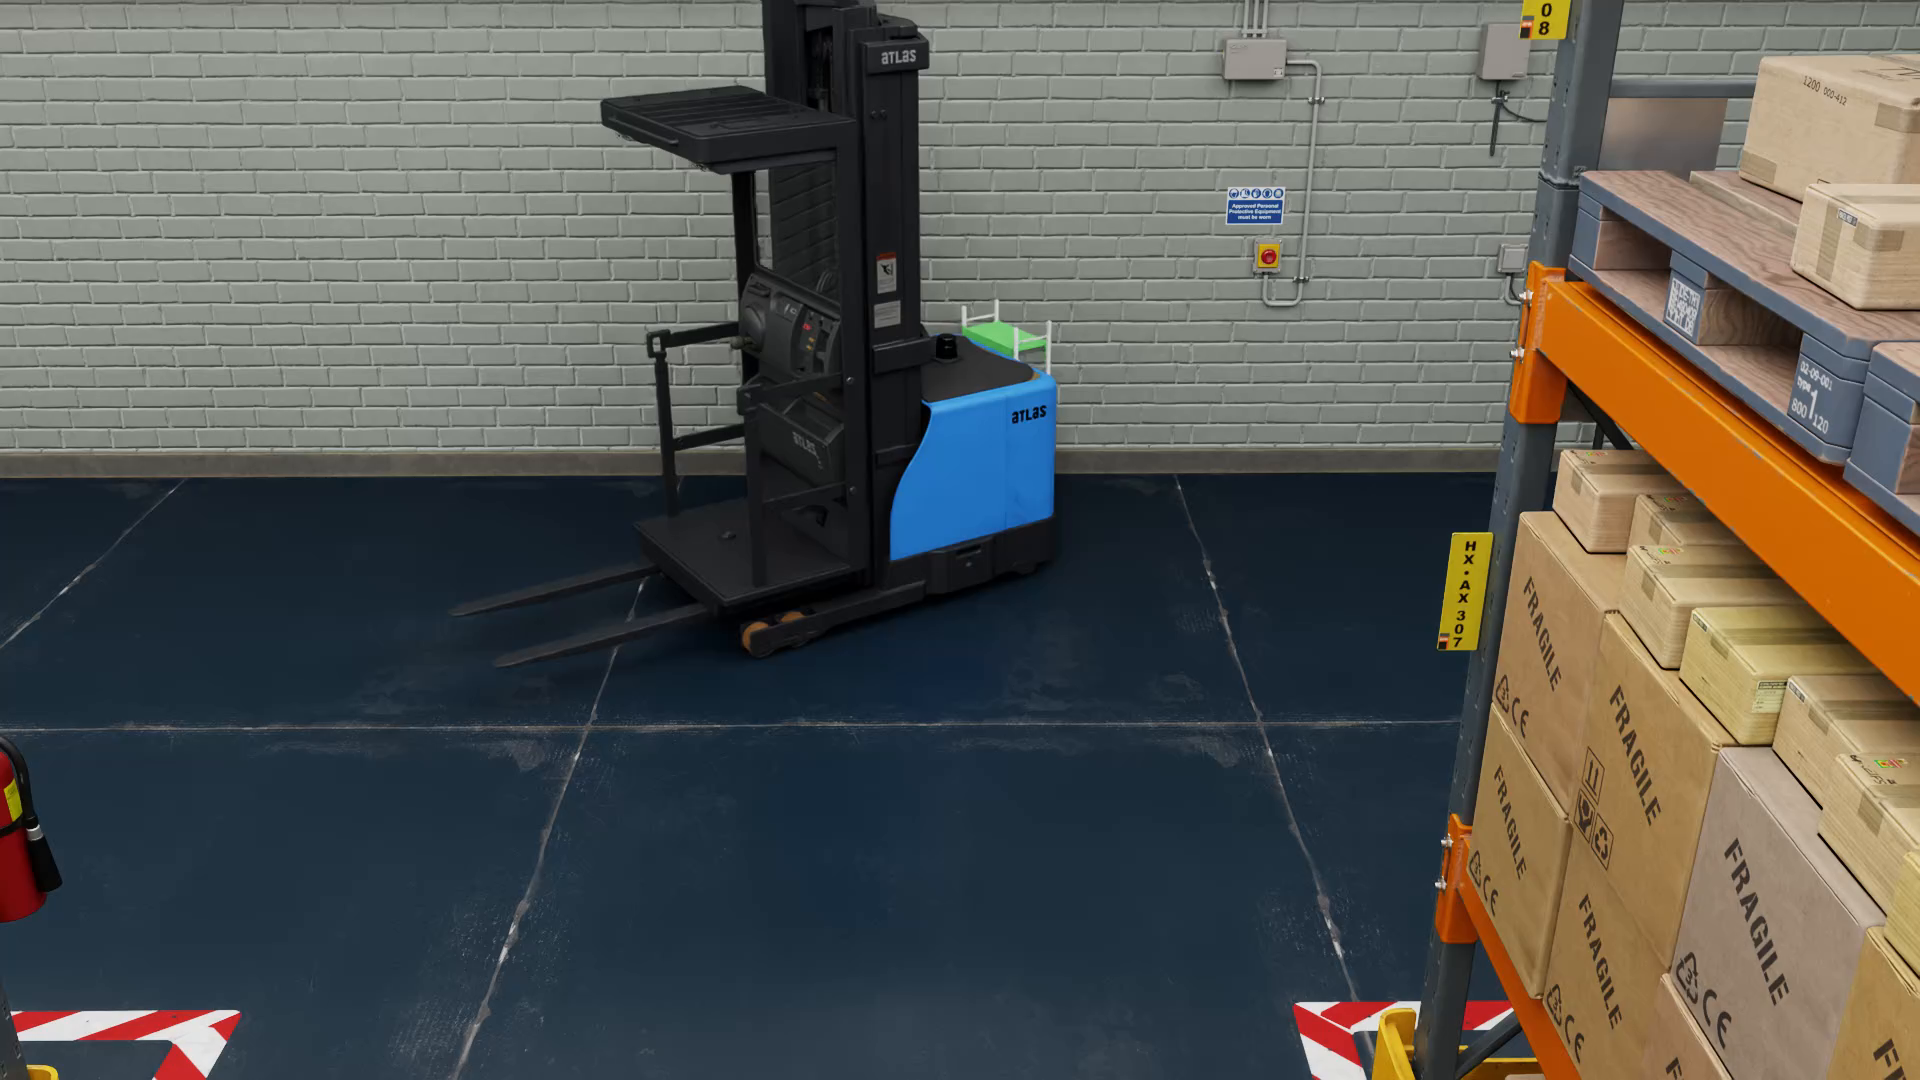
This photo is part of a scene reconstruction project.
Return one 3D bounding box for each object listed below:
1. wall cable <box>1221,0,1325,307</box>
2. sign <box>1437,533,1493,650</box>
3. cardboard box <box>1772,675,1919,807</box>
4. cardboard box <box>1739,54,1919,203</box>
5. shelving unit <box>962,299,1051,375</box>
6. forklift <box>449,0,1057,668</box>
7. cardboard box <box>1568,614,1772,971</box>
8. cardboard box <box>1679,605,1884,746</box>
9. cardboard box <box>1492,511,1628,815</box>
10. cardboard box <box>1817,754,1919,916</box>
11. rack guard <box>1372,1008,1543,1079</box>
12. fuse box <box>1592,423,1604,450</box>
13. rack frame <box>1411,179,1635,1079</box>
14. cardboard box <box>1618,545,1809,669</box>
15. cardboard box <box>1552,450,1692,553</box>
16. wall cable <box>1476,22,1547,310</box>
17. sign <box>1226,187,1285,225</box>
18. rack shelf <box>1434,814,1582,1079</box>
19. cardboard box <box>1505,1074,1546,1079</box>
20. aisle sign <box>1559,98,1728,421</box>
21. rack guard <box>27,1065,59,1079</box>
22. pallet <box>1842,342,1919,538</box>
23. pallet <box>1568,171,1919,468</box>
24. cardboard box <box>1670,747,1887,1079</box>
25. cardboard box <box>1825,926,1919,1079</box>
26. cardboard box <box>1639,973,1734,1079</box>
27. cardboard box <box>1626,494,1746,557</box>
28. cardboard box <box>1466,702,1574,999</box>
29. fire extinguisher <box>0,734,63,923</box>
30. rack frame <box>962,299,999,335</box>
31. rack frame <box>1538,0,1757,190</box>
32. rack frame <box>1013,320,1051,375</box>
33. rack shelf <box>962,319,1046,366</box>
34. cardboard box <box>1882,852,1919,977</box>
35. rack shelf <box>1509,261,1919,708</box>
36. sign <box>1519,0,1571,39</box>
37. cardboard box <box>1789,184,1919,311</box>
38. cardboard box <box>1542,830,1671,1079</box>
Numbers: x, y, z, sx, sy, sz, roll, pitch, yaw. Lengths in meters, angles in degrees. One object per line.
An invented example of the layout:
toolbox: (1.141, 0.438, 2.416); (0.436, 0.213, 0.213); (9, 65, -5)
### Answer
wall cable: (1.737, -2.239, 9.289); (0.585, 1.953, 0.123); (0, 24, -1)
sign: (1.267, 0.132, 4.173); (0.100, 0.325, 0.005); (0, 24, -1)
cardboard box: (1.587, 0.345, 2.726); (0.380, 0.149, 0.250); (0, 24, 0)
cardboard box: (1.917, -0.788, 3.264); (0.500, 0.250, 0.500); (-2, 24, -5)
shelving unit: (0.251, -0.689, 9.318); (0.258, 1.200, 0.503); (-16, 29, -31)
forklift: (-1.001, -1.020, 7.948); (3.031, 2.935, 1.130); (-15, 28, -30)
cardboard box: (1.555, 0.473, 3.230); (0.500, 0.500, 0.500); (-1, 24, -2)
cardboard box: (1.532, 0.237, 2.965); (0.380, 0.149, 0.250); (-1, 24, -2)
cardboard box: (1.542, 0.260, 3.701); (0.500, 0.500, 0.500); (-1, 24, -2)
cardboard box: (1.548, 0.448, 2.499); (0.380, 0.149, 0.250); (0, 24, 0)
rack guard: (1.821, 1.691, 4.904); (1.175, 0.500, 0.348); (0, 24, -1)
fuse box: (3.839, -1.124, 9.658); (0.539, 1.711, 0.414); (0, 24, -1)
rack frame: (1.822, 0.562, 4.367); (1.000, 3.000, 0.127); (0, 24, -1)
cardboard box: (1.511, 0.128, 3.205); (0.380, 0.149, 0.250); (0, 24, 1)
cardboard box: (1.549, -0.087, 3.681); (0.380, 0.149, 0.250); (0, 24, 1)
wall cable: (3.155, -2.235, 9.320); (0.588, 1.984, 0.122); (0, 24, -1)
sign: (1.688, -1.910, 9.504); (0.327, 0.218, 0.001); (0, 24, -1)
rack shelf: (1.844, 1.714, 2.693); (1.077, 0.370, 4.000); (0, 24, -1)
cardboard box: (1.929, 1.810, 4.208); (0.875, 0.438, 0.875); (-1, 24, -2)
aisle sign: (1.531, -0.651, 3.894); (0.394, 0.787, 0.004); (0, 24, -1)
rack guard: (-3.126, 1.796, 4.672); (1.175, 0.500, 0.348); (0, 24, -1)
pallet: (1.856, 0.045, 1.977); (1.003, 0.211, 1.213); (0, 24, -1)
pallet: (1.840, -0.459, 3.092); (1.003, 0.211, 1.213); (0, 24, -1)
cardboard box: (1.568, 0.685, 2.761); (0.500, 0.500, 0.500); (0, 24, -1)
cardboard box: (1.574, 0.890, 2.306); (0.500, 0.500, 0.500); (0, 24, 0)
cardboard box: (1.561, 1.134, 2.982); (0.500, 0.500, 0.500); (0, 24, -1)
cardboard box: (1.623, 0.021, 3.443); (0.380, 0.149, 0.250); (0, 24, 1)
cardboard box: (1.540, 0.716, 3.907); (0.500, 0.500, 0.500); (0, 24, -1)
fire extinguisher: (-2.668, 0.725, 4.553); (0.296, 0.674, 0.183); (0, 24, -1)
rack frame: (0.113, -0.773, 9.502); (0.240, 1.200, 0.015); (-16, 29, -31)
rack frame: (1.822, -2.171, 3.131); (1.000, 3.000, 0.127); (0, 24, -1)
rack frame: (0.388, -0.606, 9.135); (0.240, 1.200, 0.015); (-16, 29, -31)
rack shelf: (0.251, -1.069, 9.147); (0.258, 0.148, 0.480); (-16, 29, -31)
cardboard box: (1.524, 0.552, 2.267); (0.380, 0.149, 0.250); (-1, 24, -2)
rack shelf: (1.844, 0.347, 2.075); (1.077, 0.370, 4.000); (0, 24, -1)
sign: (1.267, -1.239, 3.553); (0.100, 0.325, 0.005); (0, 24, -1)
cardboard box: (1.604, -0.478, 2.700); (0.380, 0.149, 0.250); (1, 24, 1)
cardboard box: (1.573, 0.924, 3.446); (0.500, 0.500, 0.500); (-1, 24, -1)
